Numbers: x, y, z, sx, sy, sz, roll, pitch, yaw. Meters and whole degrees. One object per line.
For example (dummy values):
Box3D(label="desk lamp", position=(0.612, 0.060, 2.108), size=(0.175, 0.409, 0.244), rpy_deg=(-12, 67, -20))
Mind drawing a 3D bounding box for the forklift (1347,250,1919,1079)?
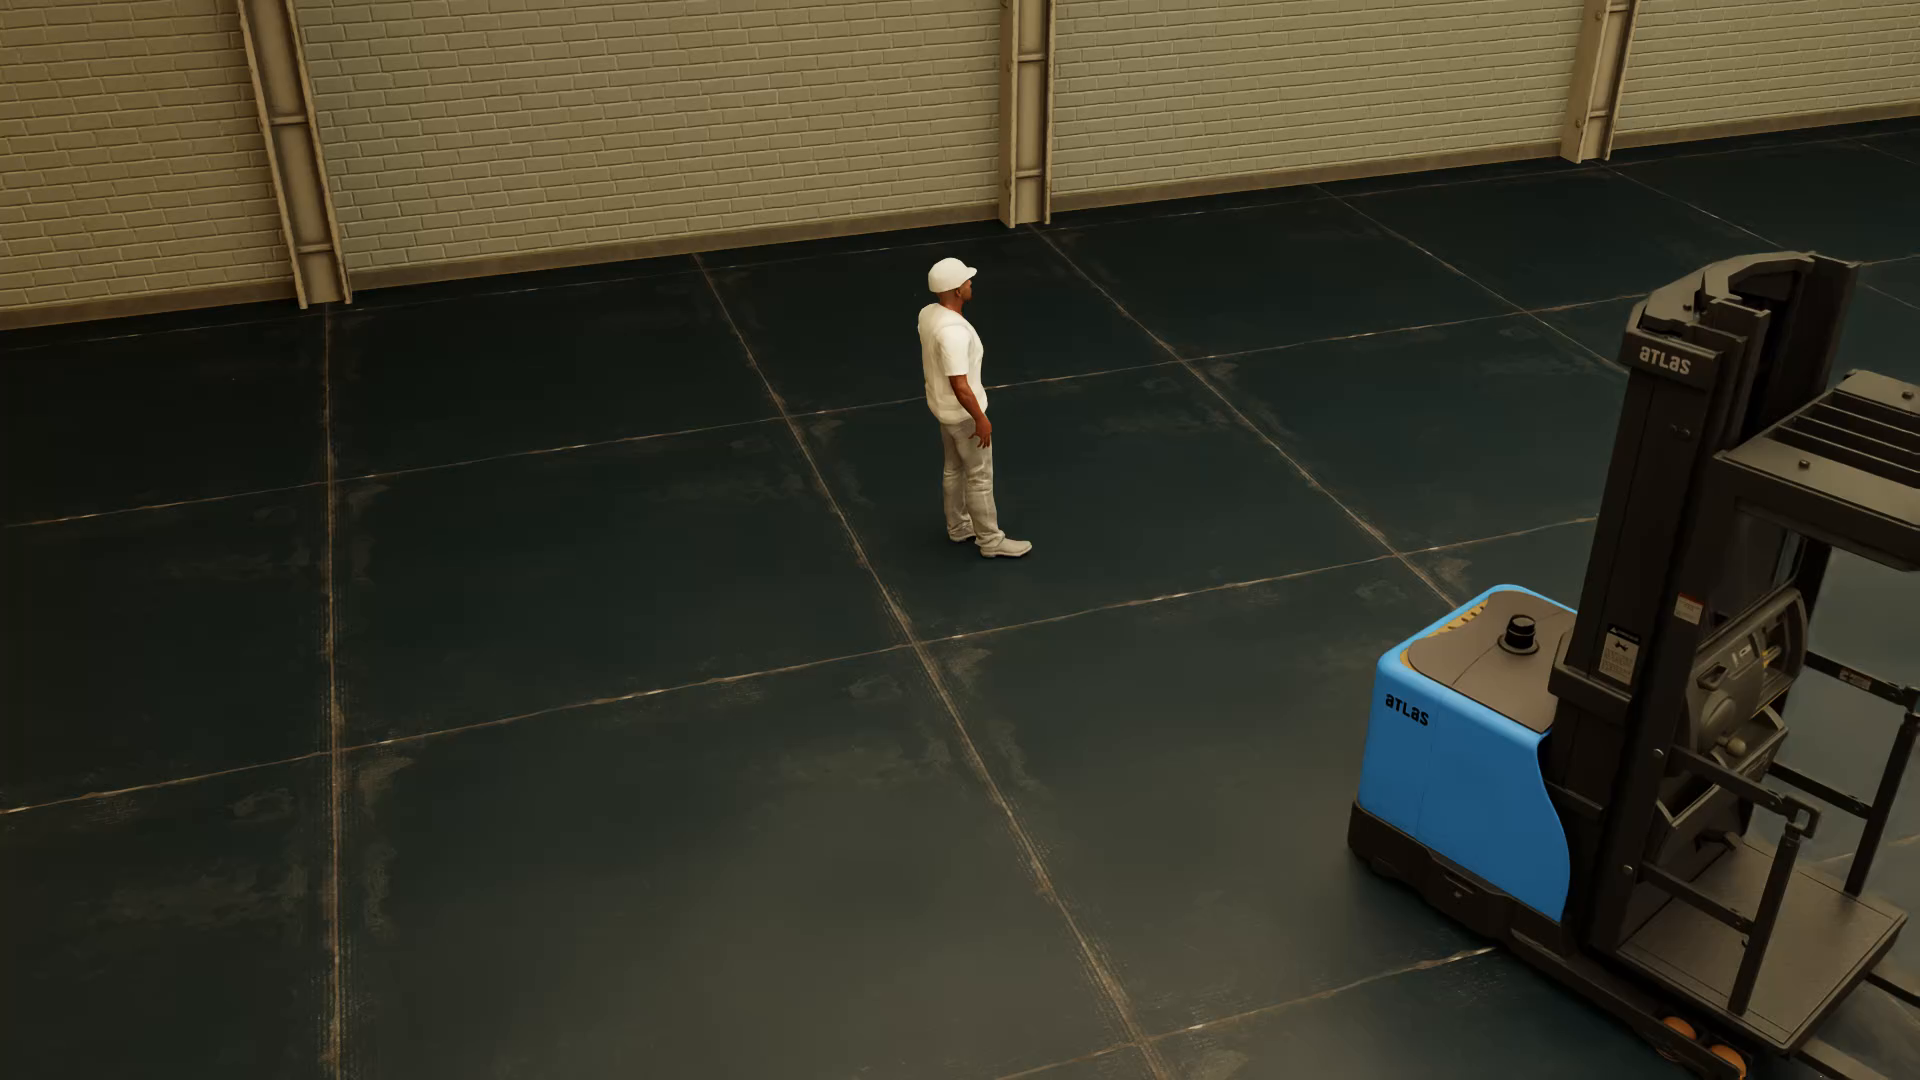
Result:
Box3D(label="forklift", position=(3.103, 0.546, 6.138), size=(1.130, 2.935, 3.031), rpy_deg=(-24, 38, -35))

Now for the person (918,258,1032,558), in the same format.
Box3D(label="person", position=(0.068, -0.780, 9.596), size=(0.577, 1.765, 0.665), rpy_deg=(-10, 31, -16))
